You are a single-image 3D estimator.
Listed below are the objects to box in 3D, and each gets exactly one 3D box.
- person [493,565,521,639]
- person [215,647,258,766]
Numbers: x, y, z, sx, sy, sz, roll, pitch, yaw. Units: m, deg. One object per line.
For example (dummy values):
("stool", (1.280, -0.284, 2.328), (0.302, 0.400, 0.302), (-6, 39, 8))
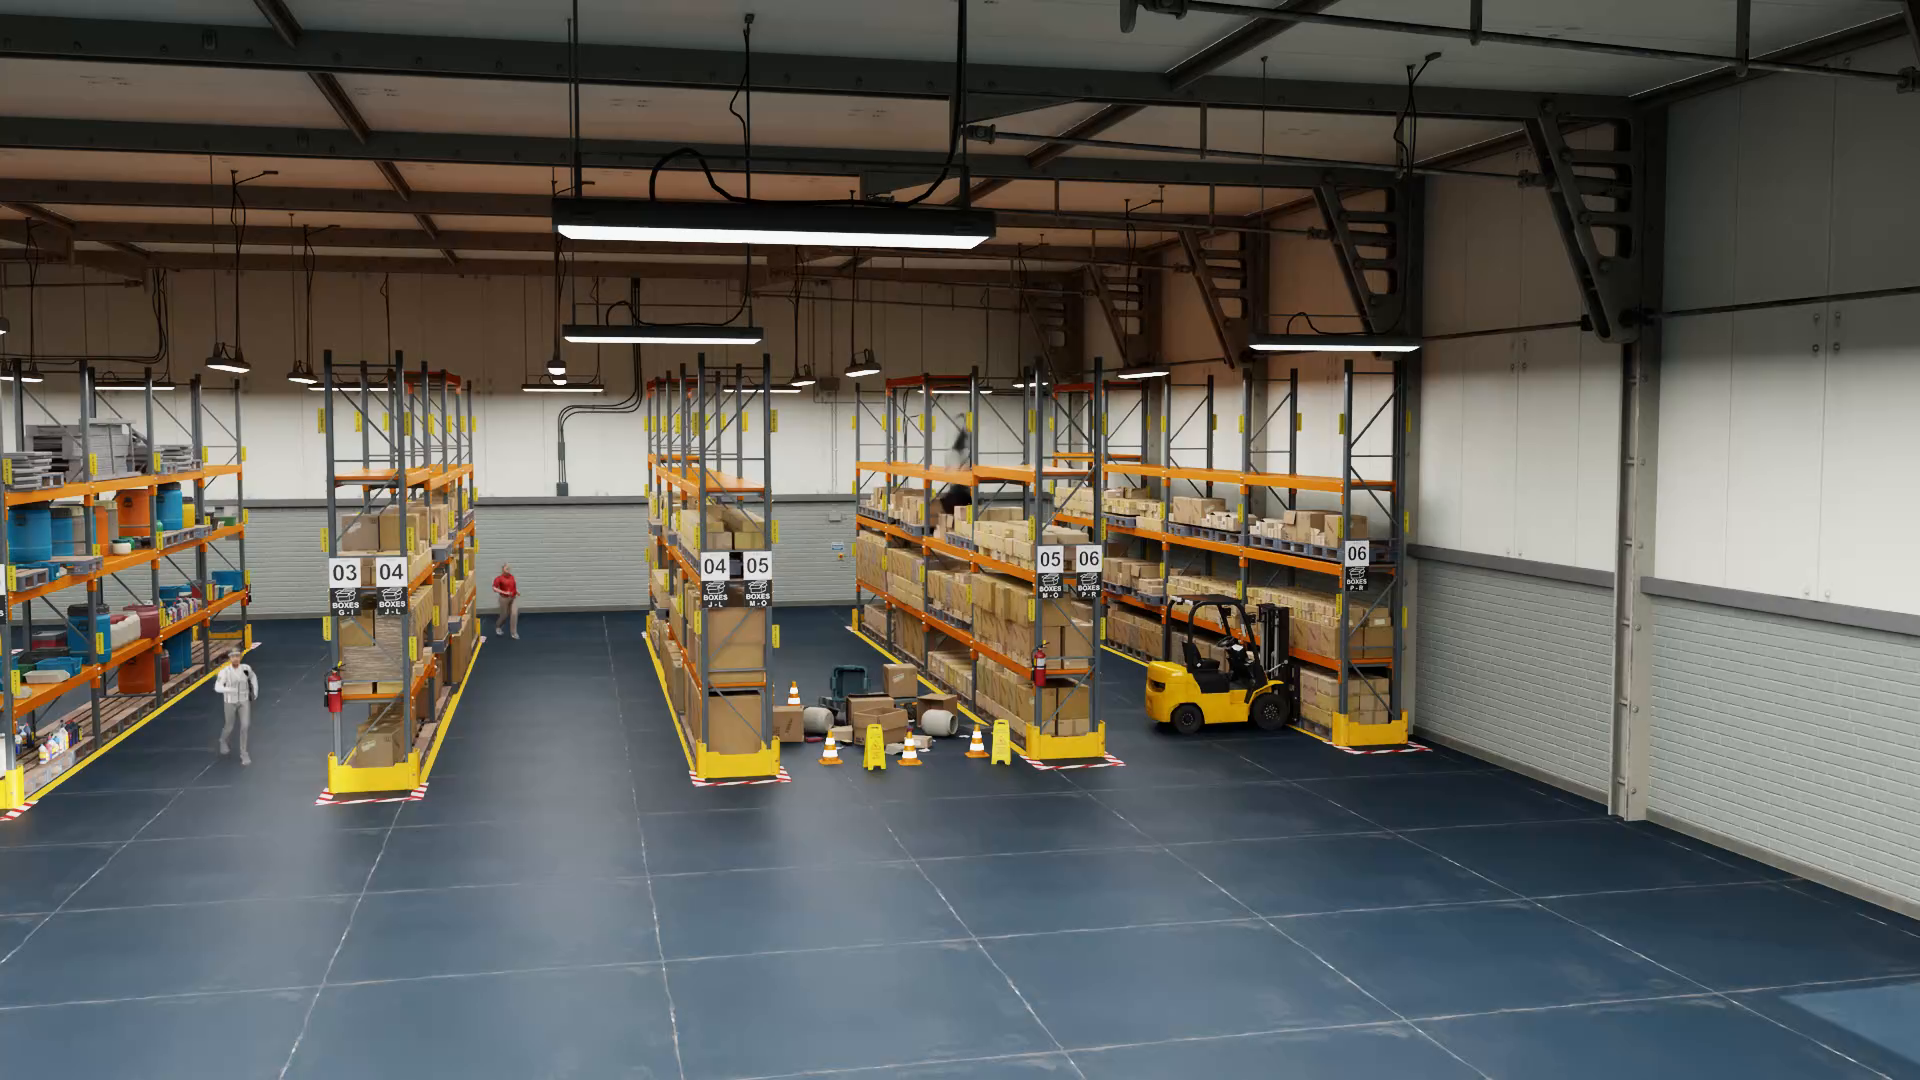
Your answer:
("person", (-10.612, 1.447, 38.965), (0.859, 1.740, 0.696), (4, 5, 43))
("person", (-10.759, 2.435, 24.734), (0.619, 1.725, 0.930), (-3, 5, -33))
